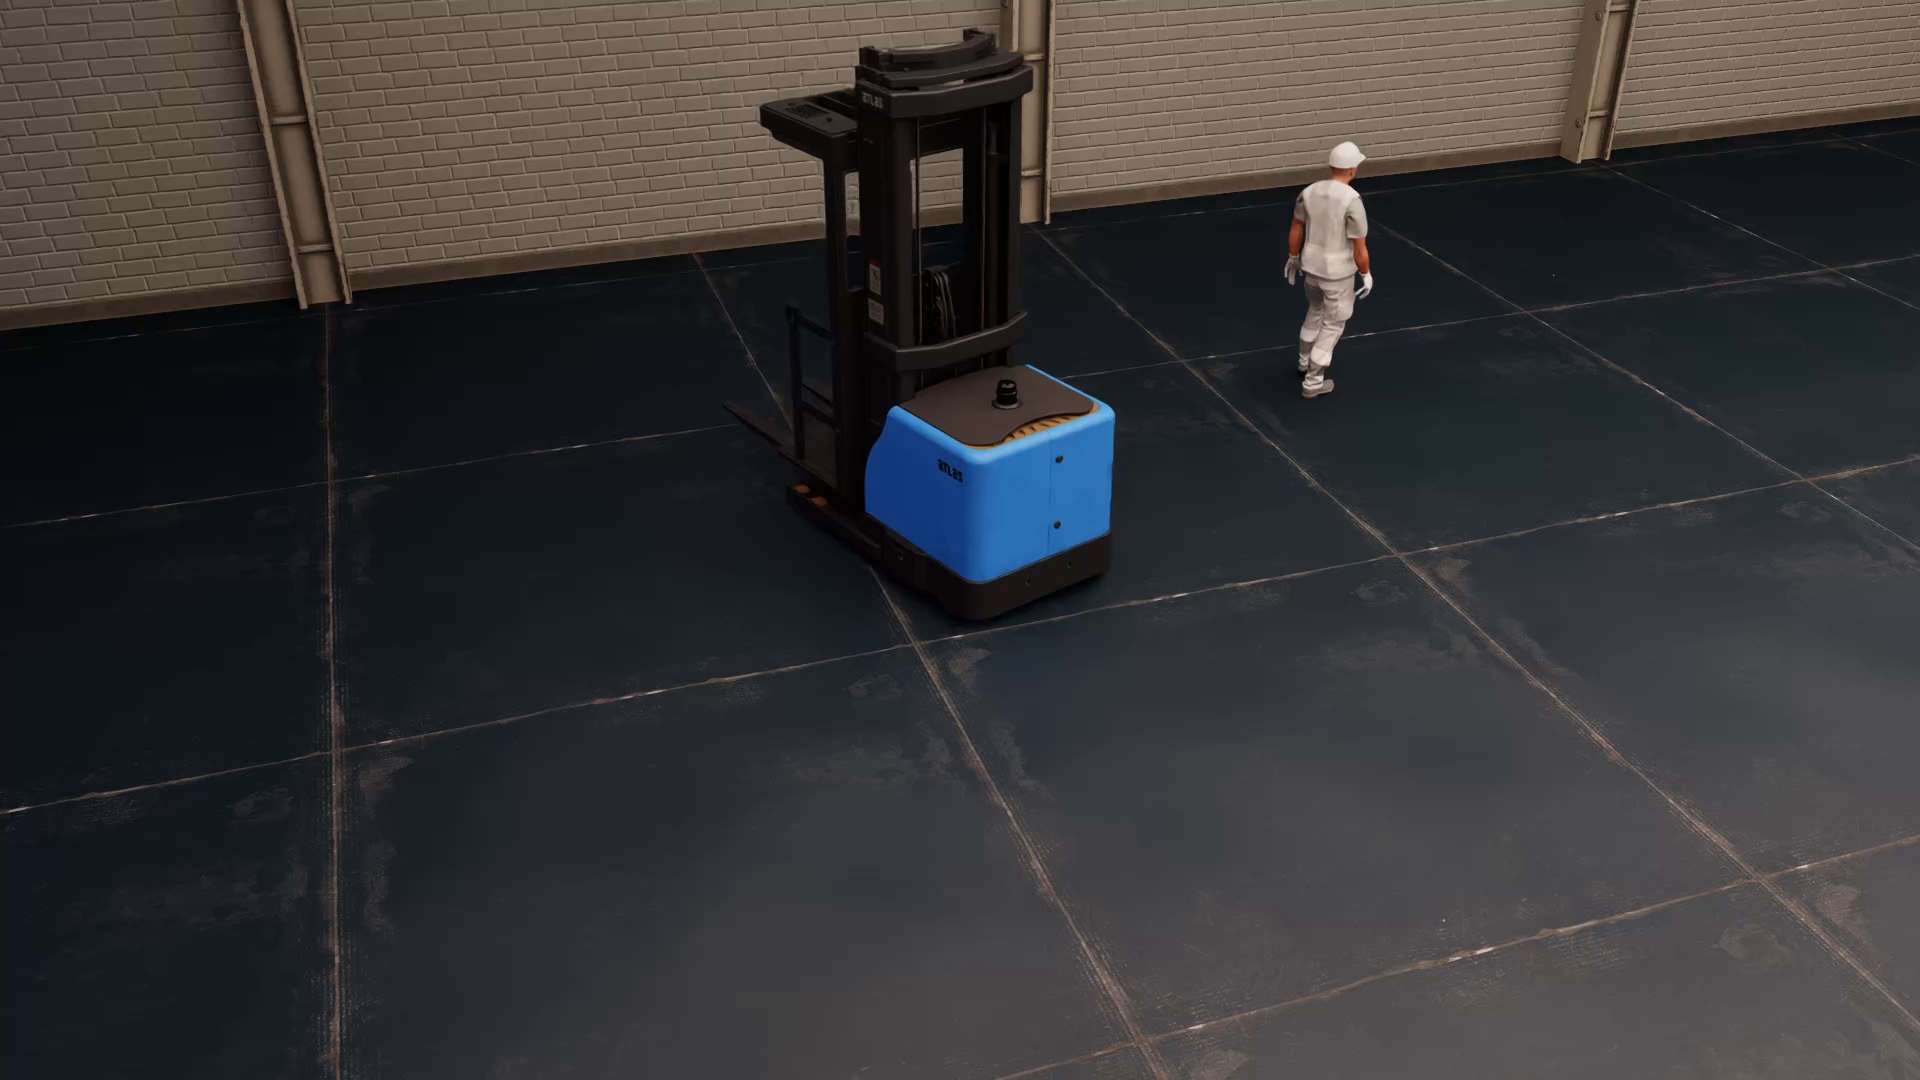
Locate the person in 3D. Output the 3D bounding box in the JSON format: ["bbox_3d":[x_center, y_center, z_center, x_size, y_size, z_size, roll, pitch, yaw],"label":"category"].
[{"bbox_3d":[2.596,-1.868,11.551,0.559,1.816,0.631,-22,36,-33],"label":"person"}]

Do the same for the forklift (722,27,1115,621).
[{"bbox_3d":[-0.422,-1.503,9.700,1.130,2.935,3.031,-21,36,-32],"label":"forklift"}]
